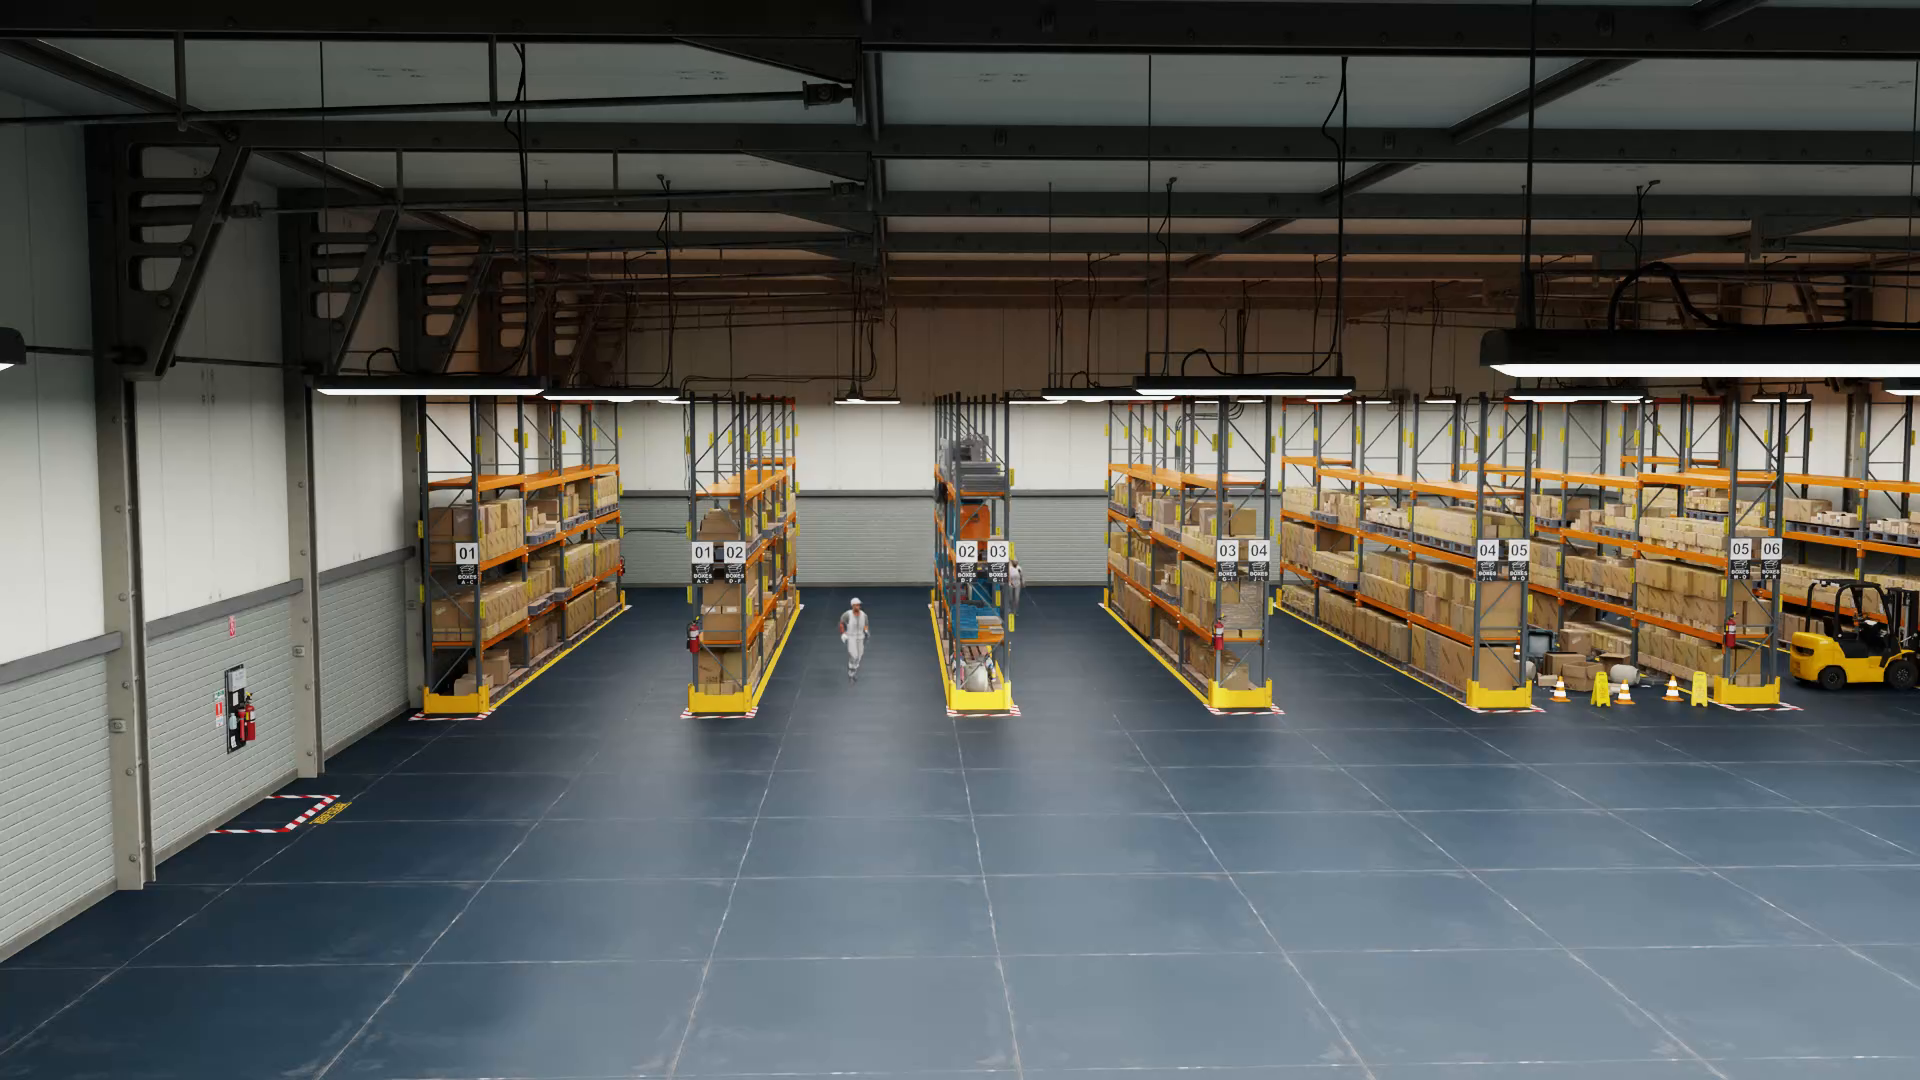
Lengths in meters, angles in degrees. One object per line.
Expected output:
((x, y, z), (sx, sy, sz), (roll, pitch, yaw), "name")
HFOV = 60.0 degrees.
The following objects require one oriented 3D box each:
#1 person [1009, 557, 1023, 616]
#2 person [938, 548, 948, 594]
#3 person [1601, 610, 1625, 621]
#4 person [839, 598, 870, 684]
((1.449, 1.262, 45.701), (0.555, 1.637, 0.720), (-1, 5, -15), "person")
((-0.341, 0.816, 50.204), (0.844, 1.835, 0.671), (2, 5, 23), "person")
((17.286, 1.405, 44.097), (0.545, 1.542, 0.924), (-2, 5, -21), "person")
((-2.172, 2.098, 34.511), (0.577, 1.818, 0.797), (-2, 5, -27), "person")
